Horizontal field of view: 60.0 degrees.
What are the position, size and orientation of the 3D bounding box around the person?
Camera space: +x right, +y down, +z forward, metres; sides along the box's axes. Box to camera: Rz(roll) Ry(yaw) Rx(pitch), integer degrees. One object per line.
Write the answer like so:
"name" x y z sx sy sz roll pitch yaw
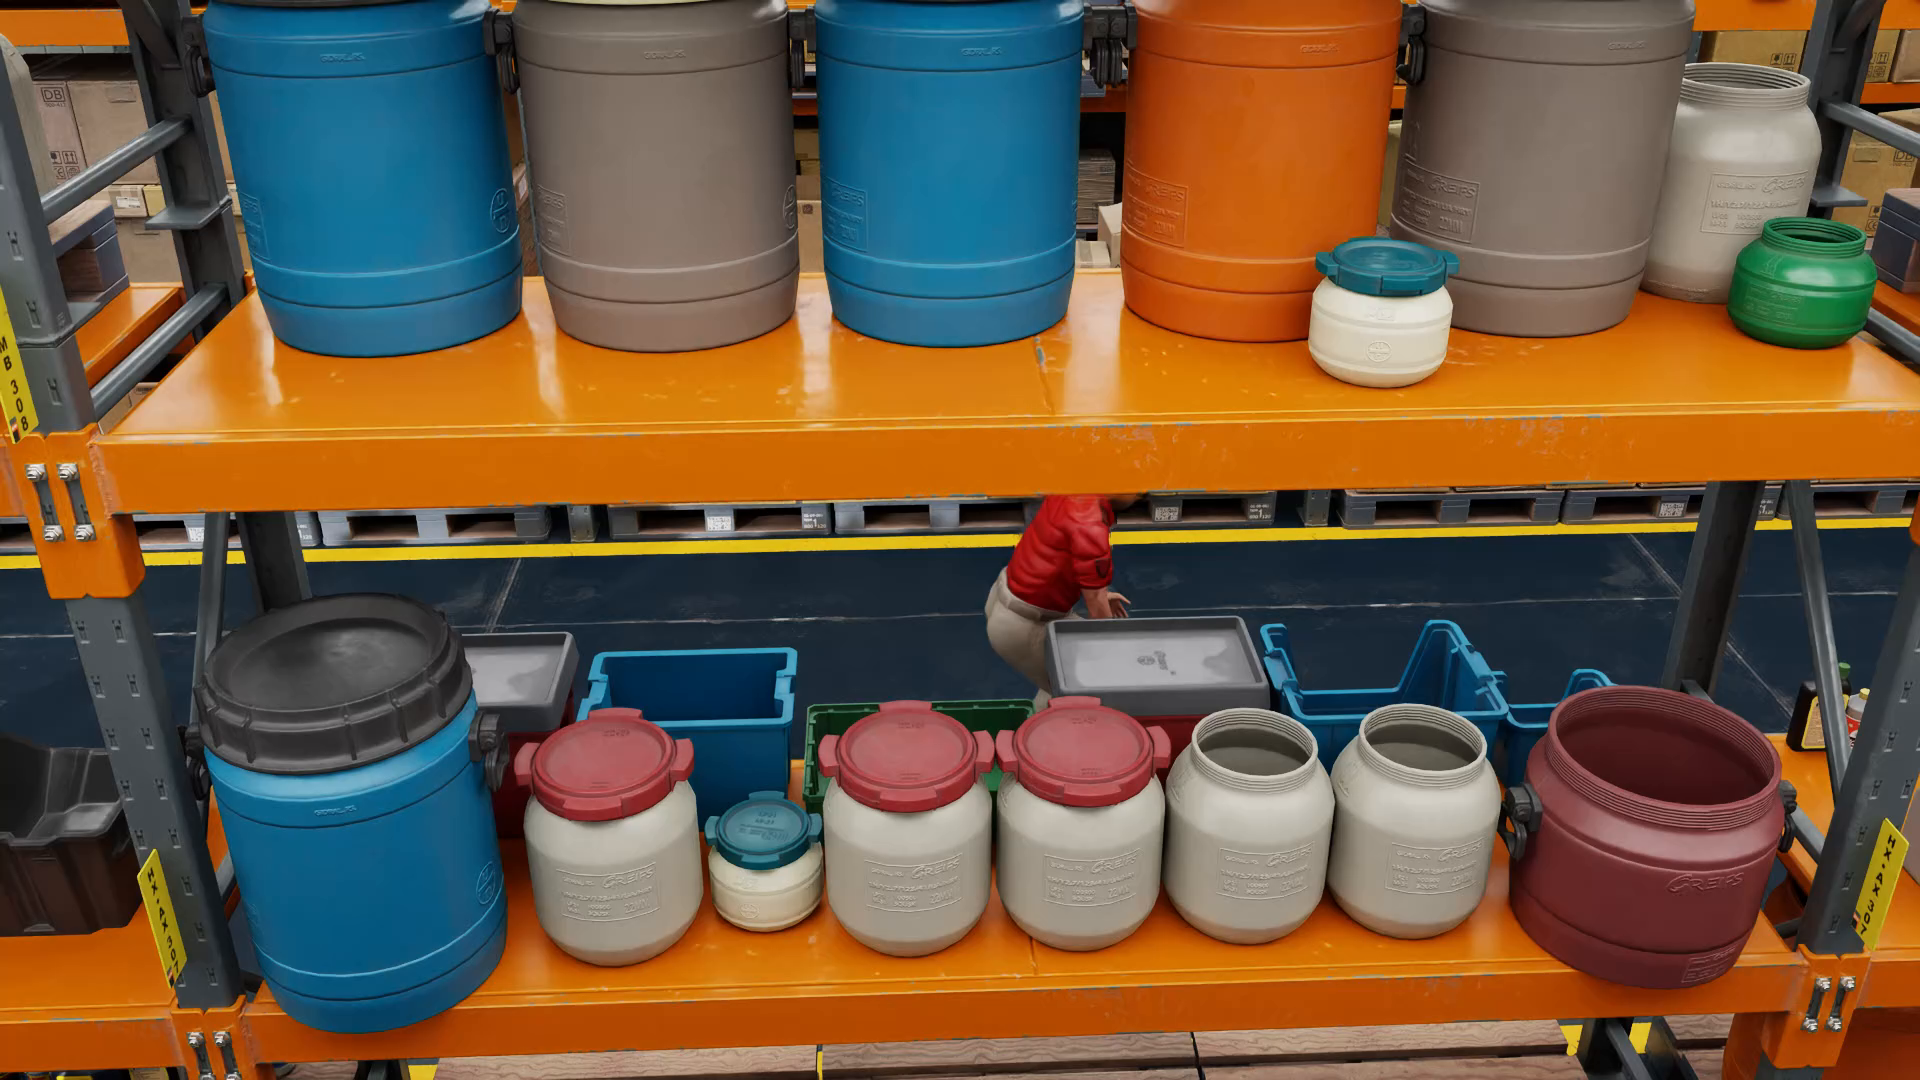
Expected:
"person" 0.433 0.309 6.836 0.666 1.467 0.589 -1 27 -2
